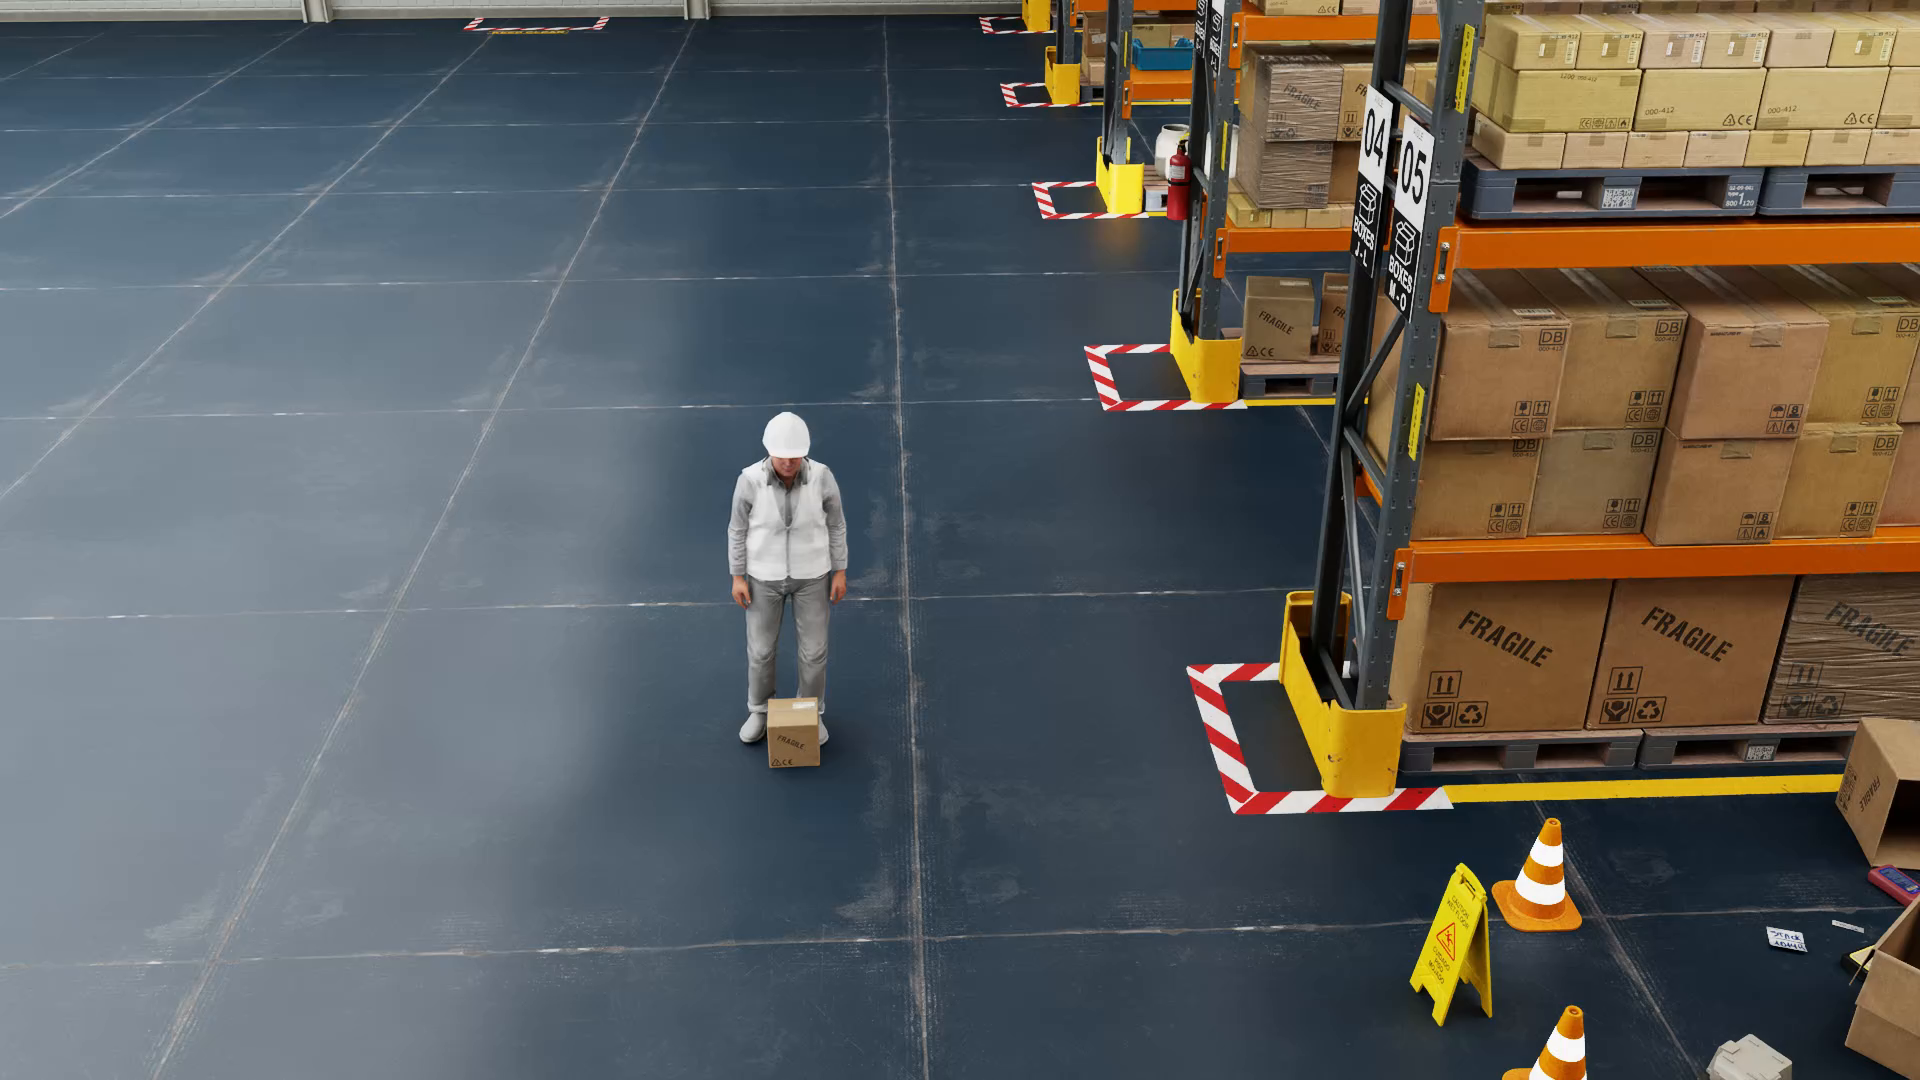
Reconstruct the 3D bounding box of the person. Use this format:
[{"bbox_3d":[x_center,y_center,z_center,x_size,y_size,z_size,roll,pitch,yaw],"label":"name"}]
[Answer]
[{"bbox_3d":[-0.848,0.176,8.251,0.593,1.771,0.474,-3,28,-6],"label":"person"}]
